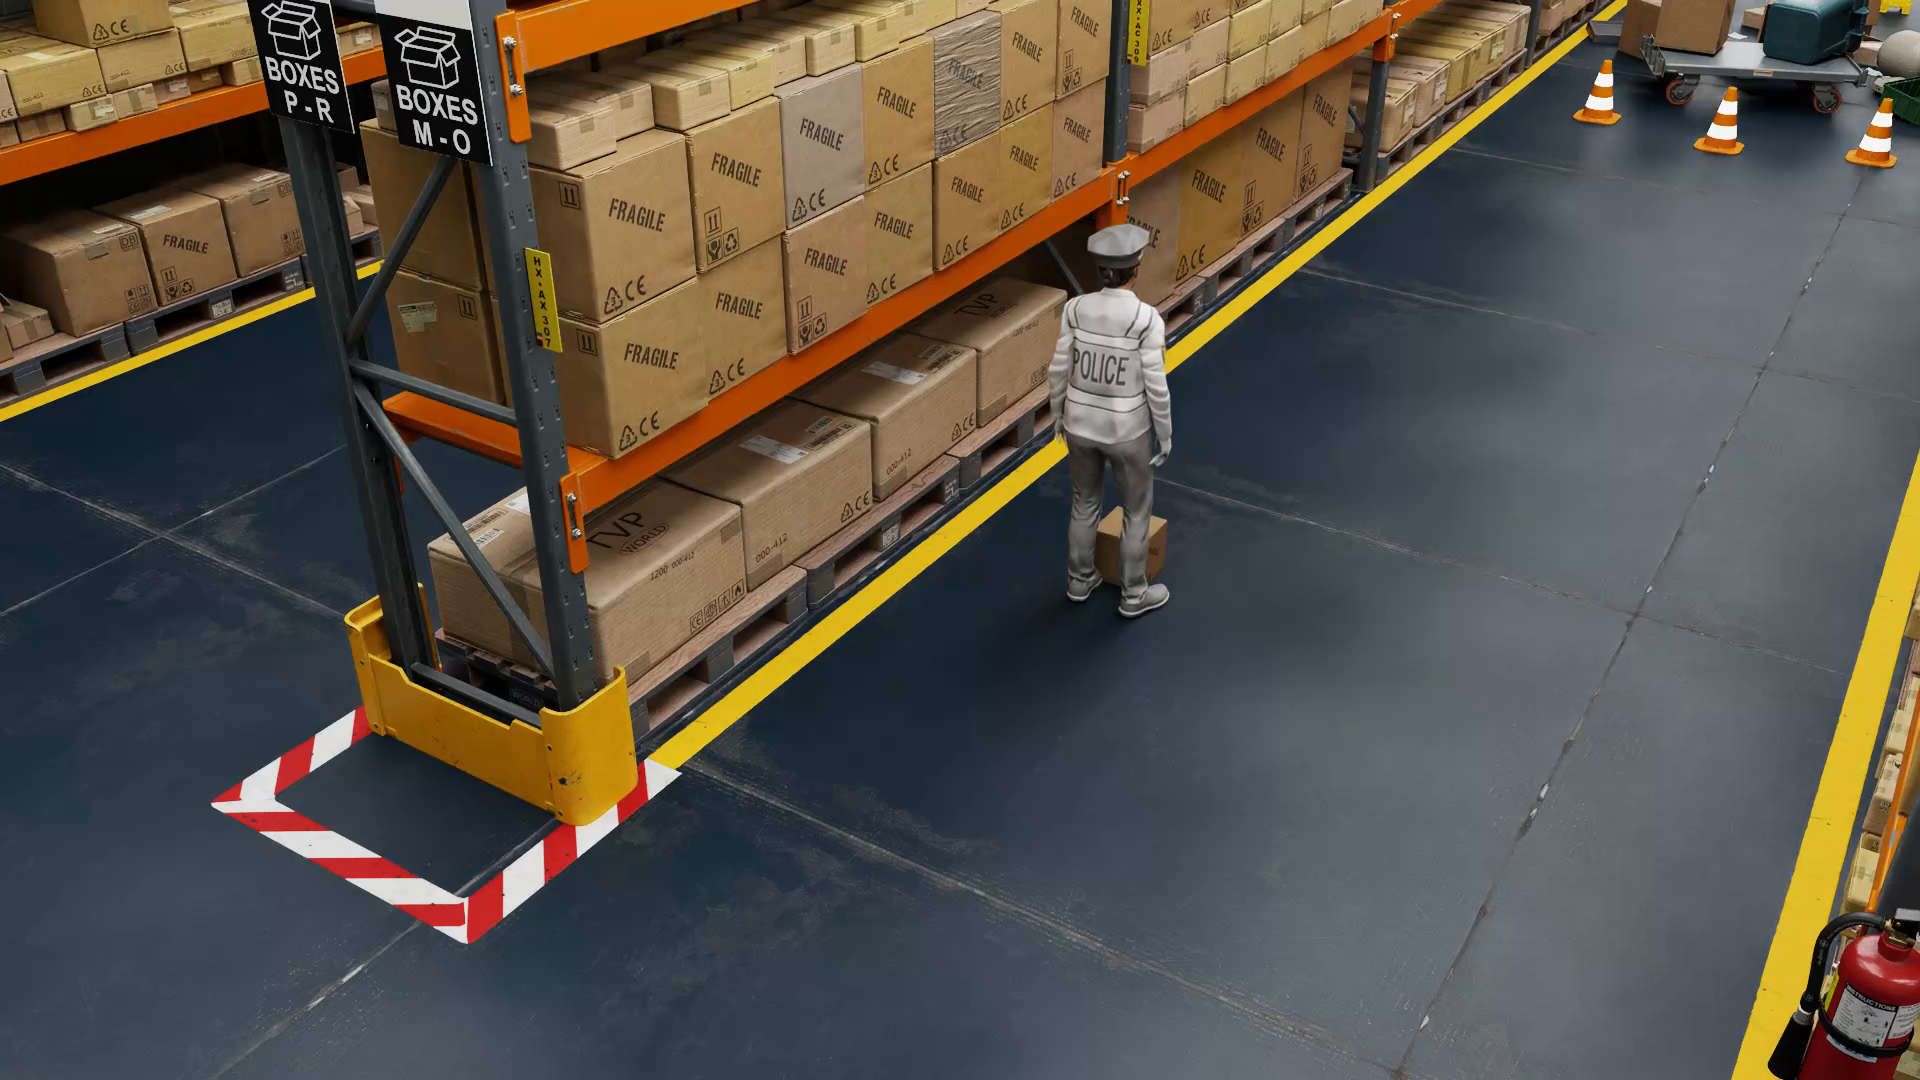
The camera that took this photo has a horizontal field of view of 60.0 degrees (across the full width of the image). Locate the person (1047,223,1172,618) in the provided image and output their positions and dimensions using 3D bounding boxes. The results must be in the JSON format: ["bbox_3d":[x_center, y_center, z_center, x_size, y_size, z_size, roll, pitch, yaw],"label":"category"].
[{"bbox_3d":[0.626,-0.464,6.910,0.546,1.664,0.375,16,34,24],"label":"person"}]
